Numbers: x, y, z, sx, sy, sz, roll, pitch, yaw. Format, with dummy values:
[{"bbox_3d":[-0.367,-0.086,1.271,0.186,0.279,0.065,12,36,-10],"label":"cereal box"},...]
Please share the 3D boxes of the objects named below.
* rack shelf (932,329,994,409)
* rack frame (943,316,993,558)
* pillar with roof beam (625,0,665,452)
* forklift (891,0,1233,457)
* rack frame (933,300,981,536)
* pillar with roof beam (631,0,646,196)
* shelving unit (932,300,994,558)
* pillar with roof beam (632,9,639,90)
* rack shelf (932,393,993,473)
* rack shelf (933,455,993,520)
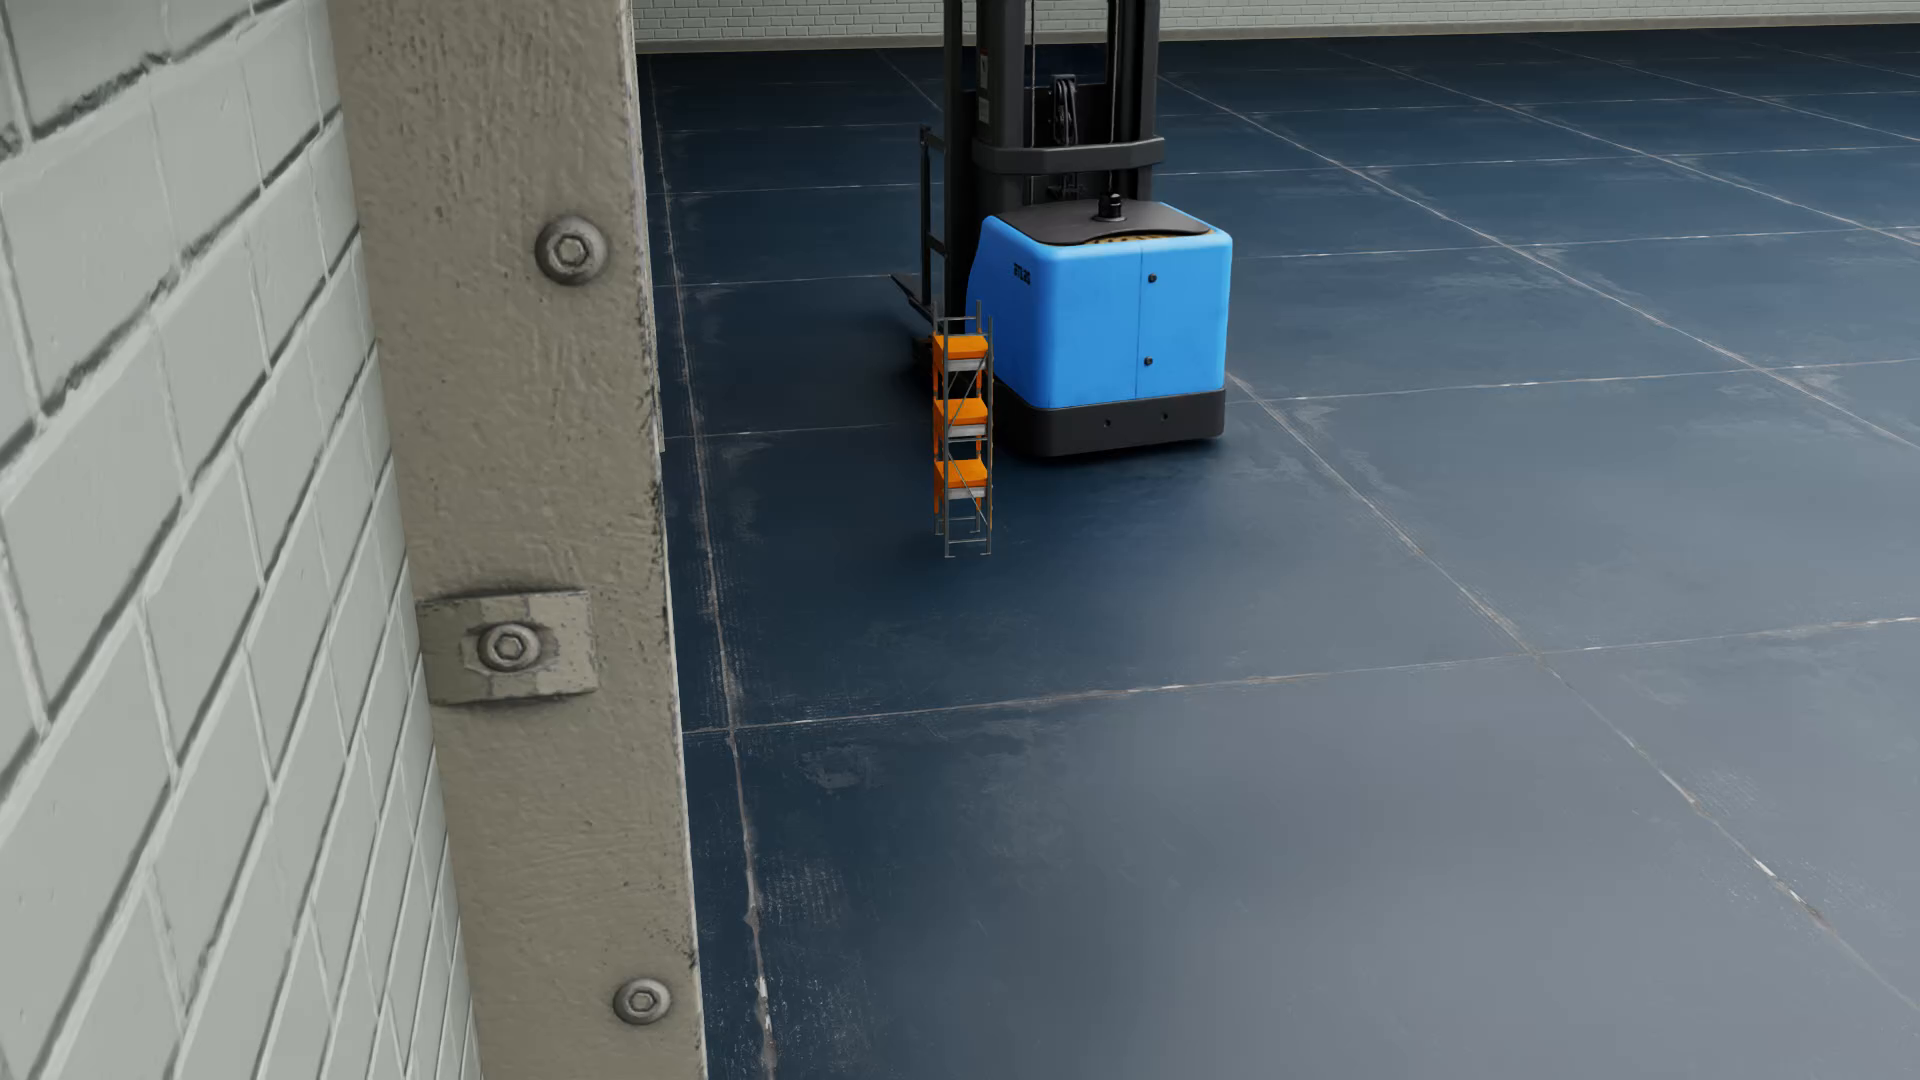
[{"bbox_3d":[0.010,-0.710,6.882,0.215,0.259,0.240,-4,24,-10],"label":"rack shelf"},{"bbox_3d":[0.032,-0.412,6.882,0.200,1.050,0.008,-4,24,-10],"label":"rack frame"},{"bbox_3d":[2.576,-4.947,7.334,9.100,9.000,0.400,-4,24,-10],"label":"pillar with roof beam"},{"bbox_3d":[0.365,-2.306,8.867,1.130,2.935,3.031,-8,25,-17],"label":"forklift"},{"bbox_3d":[-0.013,-0.508,7.102,0.200,1.050,0.008,-4,24,-10],"label":"rack frame"},{"bbox_3d":[1.467,-7.307,12.738,9.100,9.000,0.400,-4,24,-10],"label":"pillar with roof beam"},{"bbox_3d":[0.010,-0.460,6.992,0.215,1.050,0.252,-4,24,-10],"label":"shelving unit"},{"bbox_3d":[0.357,-9.667,18.141,9.100,9.000,0.400,-4,24,-10],"label":"pillar with roof beam"},{"bbox_3d":[0.010,-0.450,6.996,0.215,0.259,0.240,-4,24,-10],"label":"rack shelf"},{"bbox_3d":[0.010,-0.196,7.107,0.215,0.259,0.240,-4,24,-10],"label":"rack shelf"}]
